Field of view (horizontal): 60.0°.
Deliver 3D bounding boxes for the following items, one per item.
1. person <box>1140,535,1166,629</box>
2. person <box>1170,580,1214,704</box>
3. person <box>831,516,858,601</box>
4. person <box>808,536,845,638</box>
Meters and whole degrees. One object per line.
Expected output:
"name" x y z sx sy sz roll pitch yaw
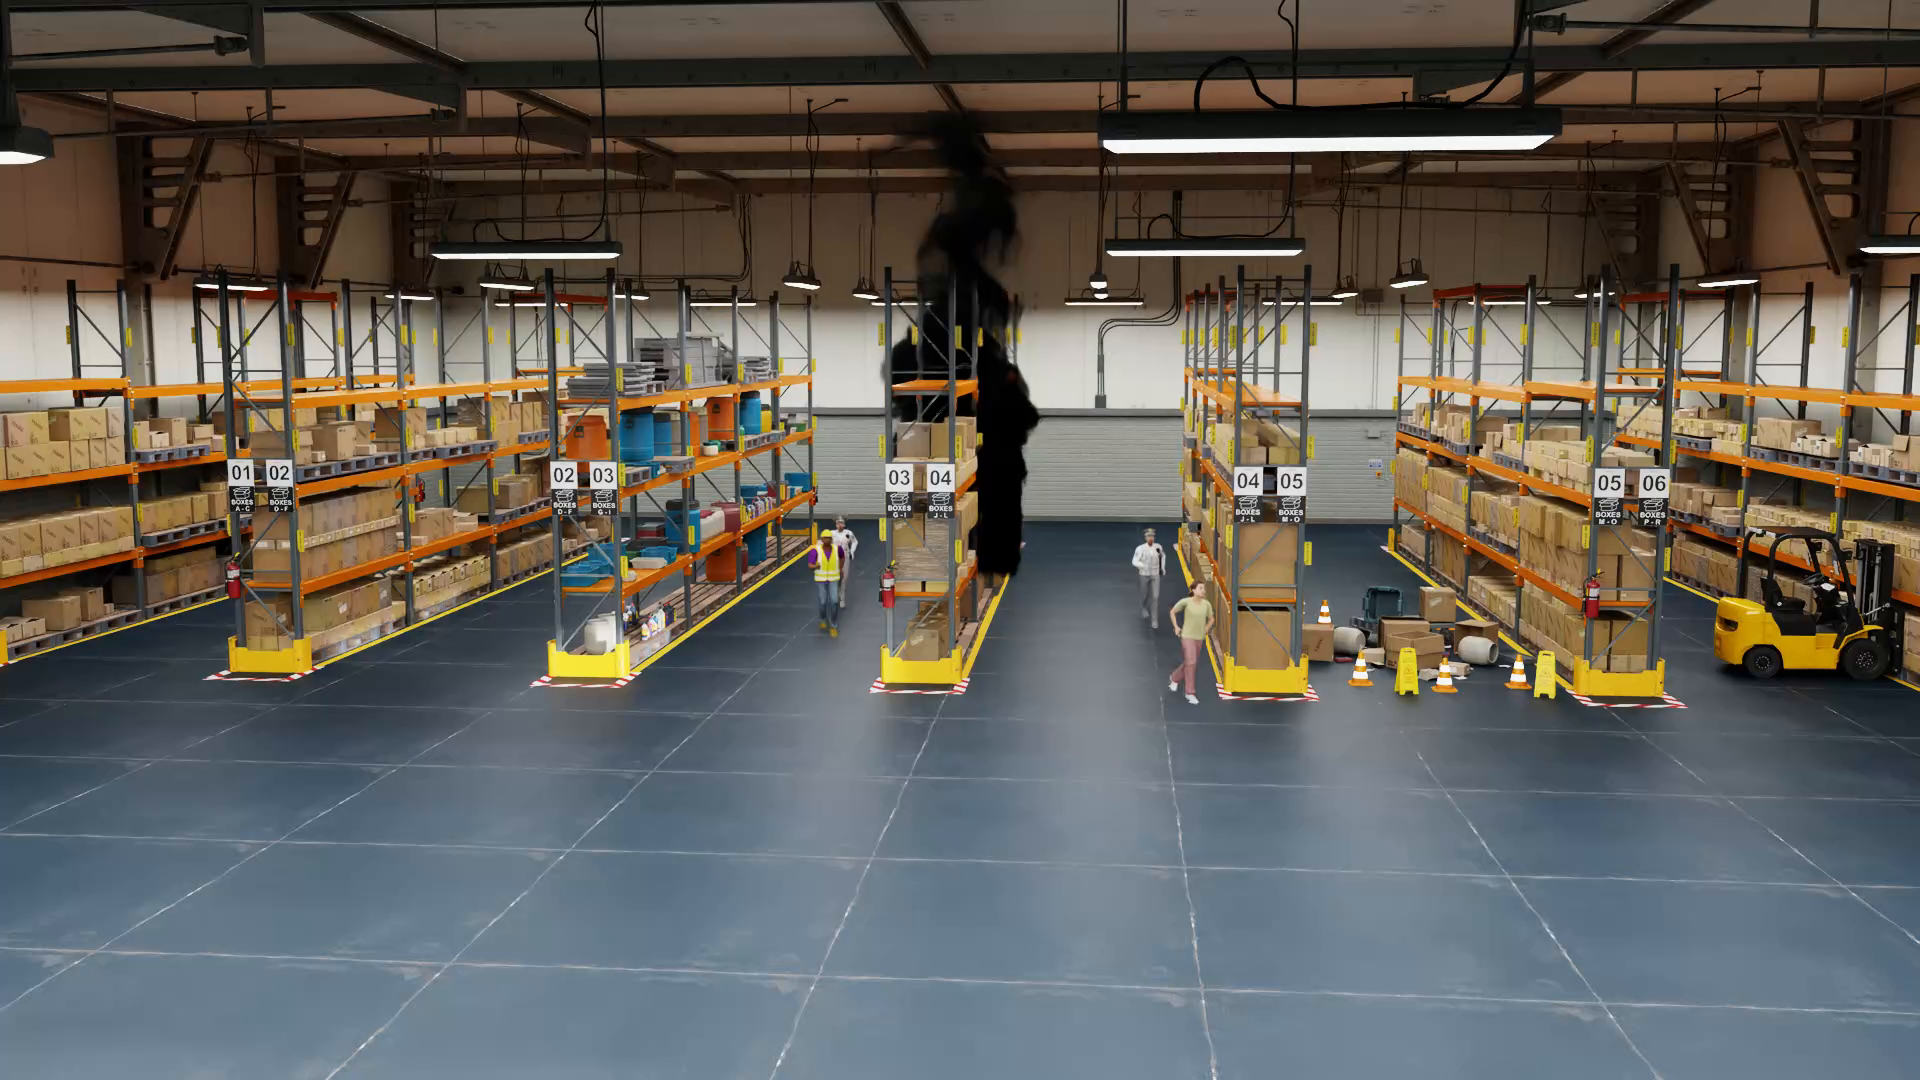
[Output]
"person" 3.356 0.652 28.979 0.453 1.654 0.937 0 7 -1
"person" 3.248 1.383 23.171 0.586 1.674 0.821 -3 7 -21
"person" -2.231 0.340 31.262 0.617 1.607 0.745 0 7 -3
"person" -2.253 0.735 28.115 0.635 1.778 0.841 -1 7 -6
